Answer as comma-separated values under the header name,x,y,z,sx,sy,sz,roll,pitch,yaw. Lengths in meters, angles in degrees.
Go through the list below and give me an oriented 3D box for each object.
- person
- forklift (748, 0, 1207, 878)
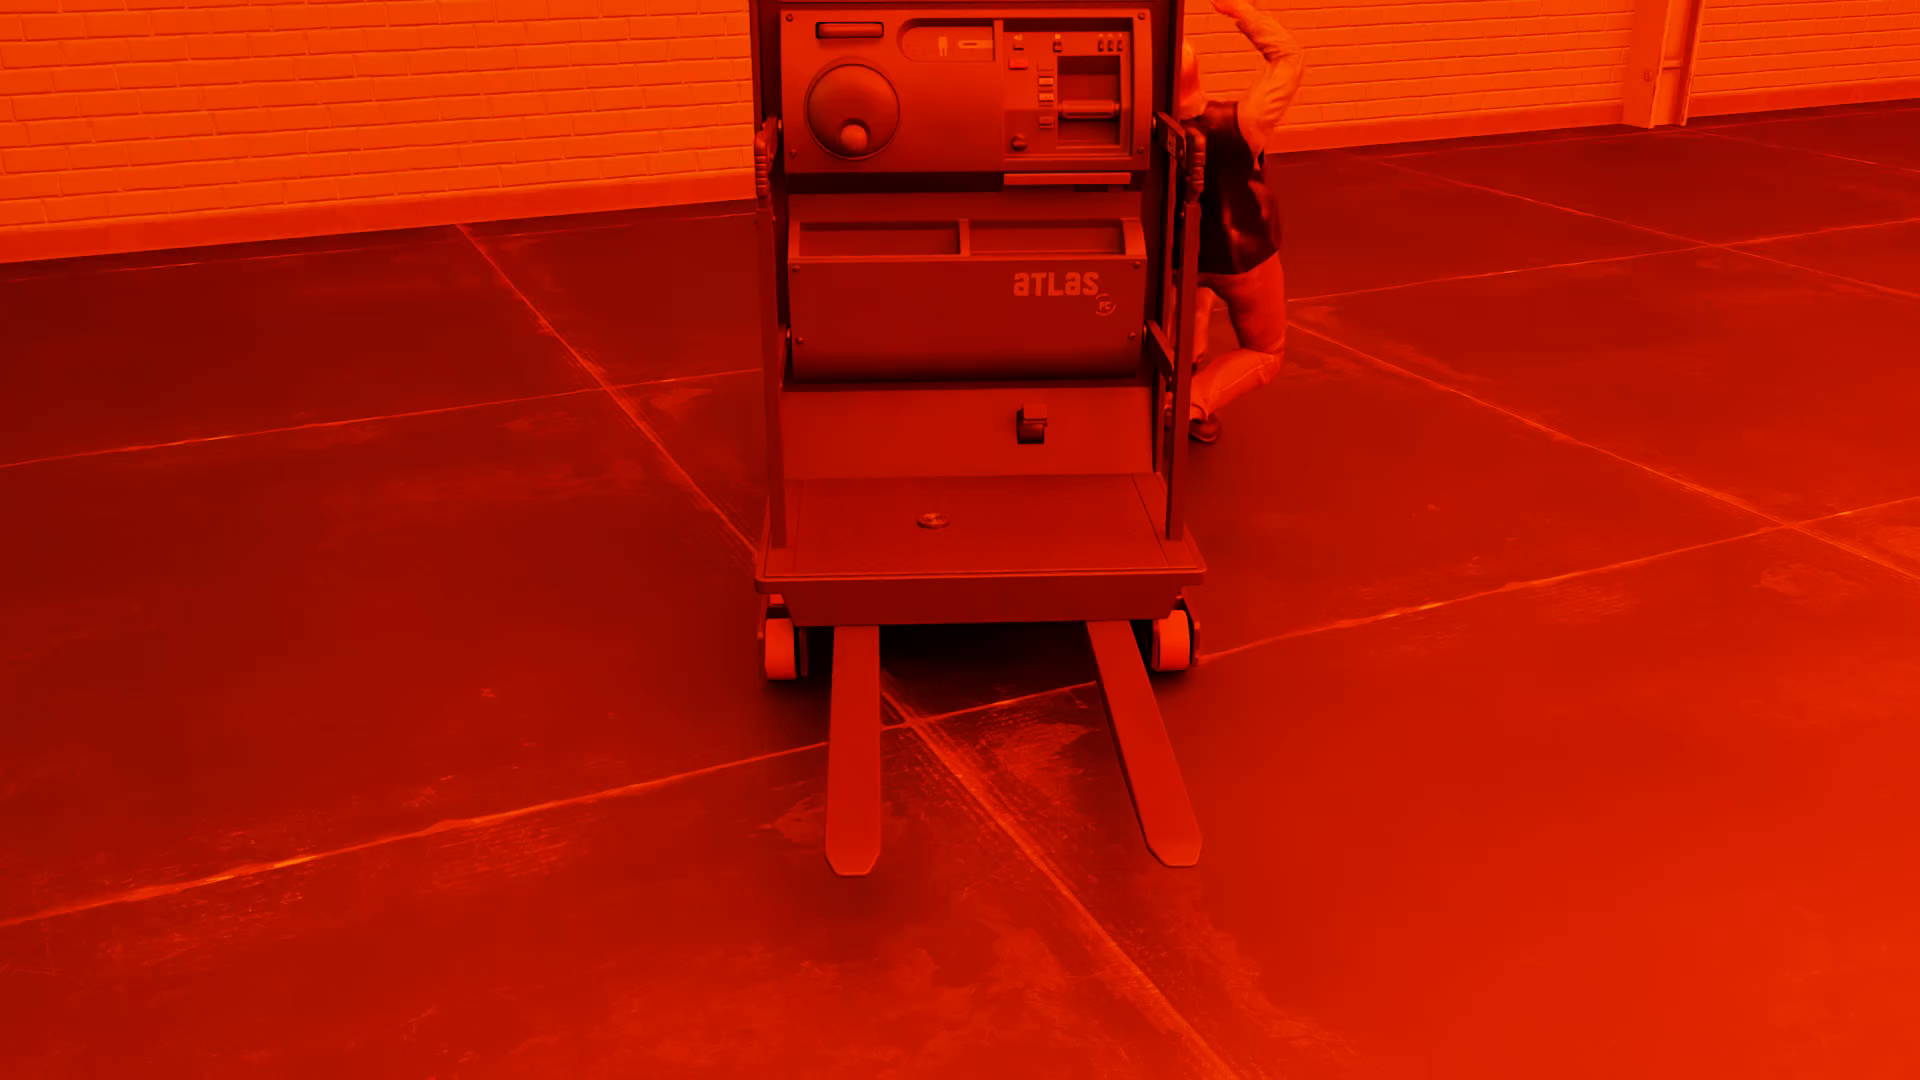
name,x,y,z,sx,sy,sz,roll,pitch,yaw
person,0.684,-1.171,5.908,1.081,1.598,0.833,14,26,30
forklift,0.030,-1.120,3.982,1.130,2.935,3.031,-1,23,-3
